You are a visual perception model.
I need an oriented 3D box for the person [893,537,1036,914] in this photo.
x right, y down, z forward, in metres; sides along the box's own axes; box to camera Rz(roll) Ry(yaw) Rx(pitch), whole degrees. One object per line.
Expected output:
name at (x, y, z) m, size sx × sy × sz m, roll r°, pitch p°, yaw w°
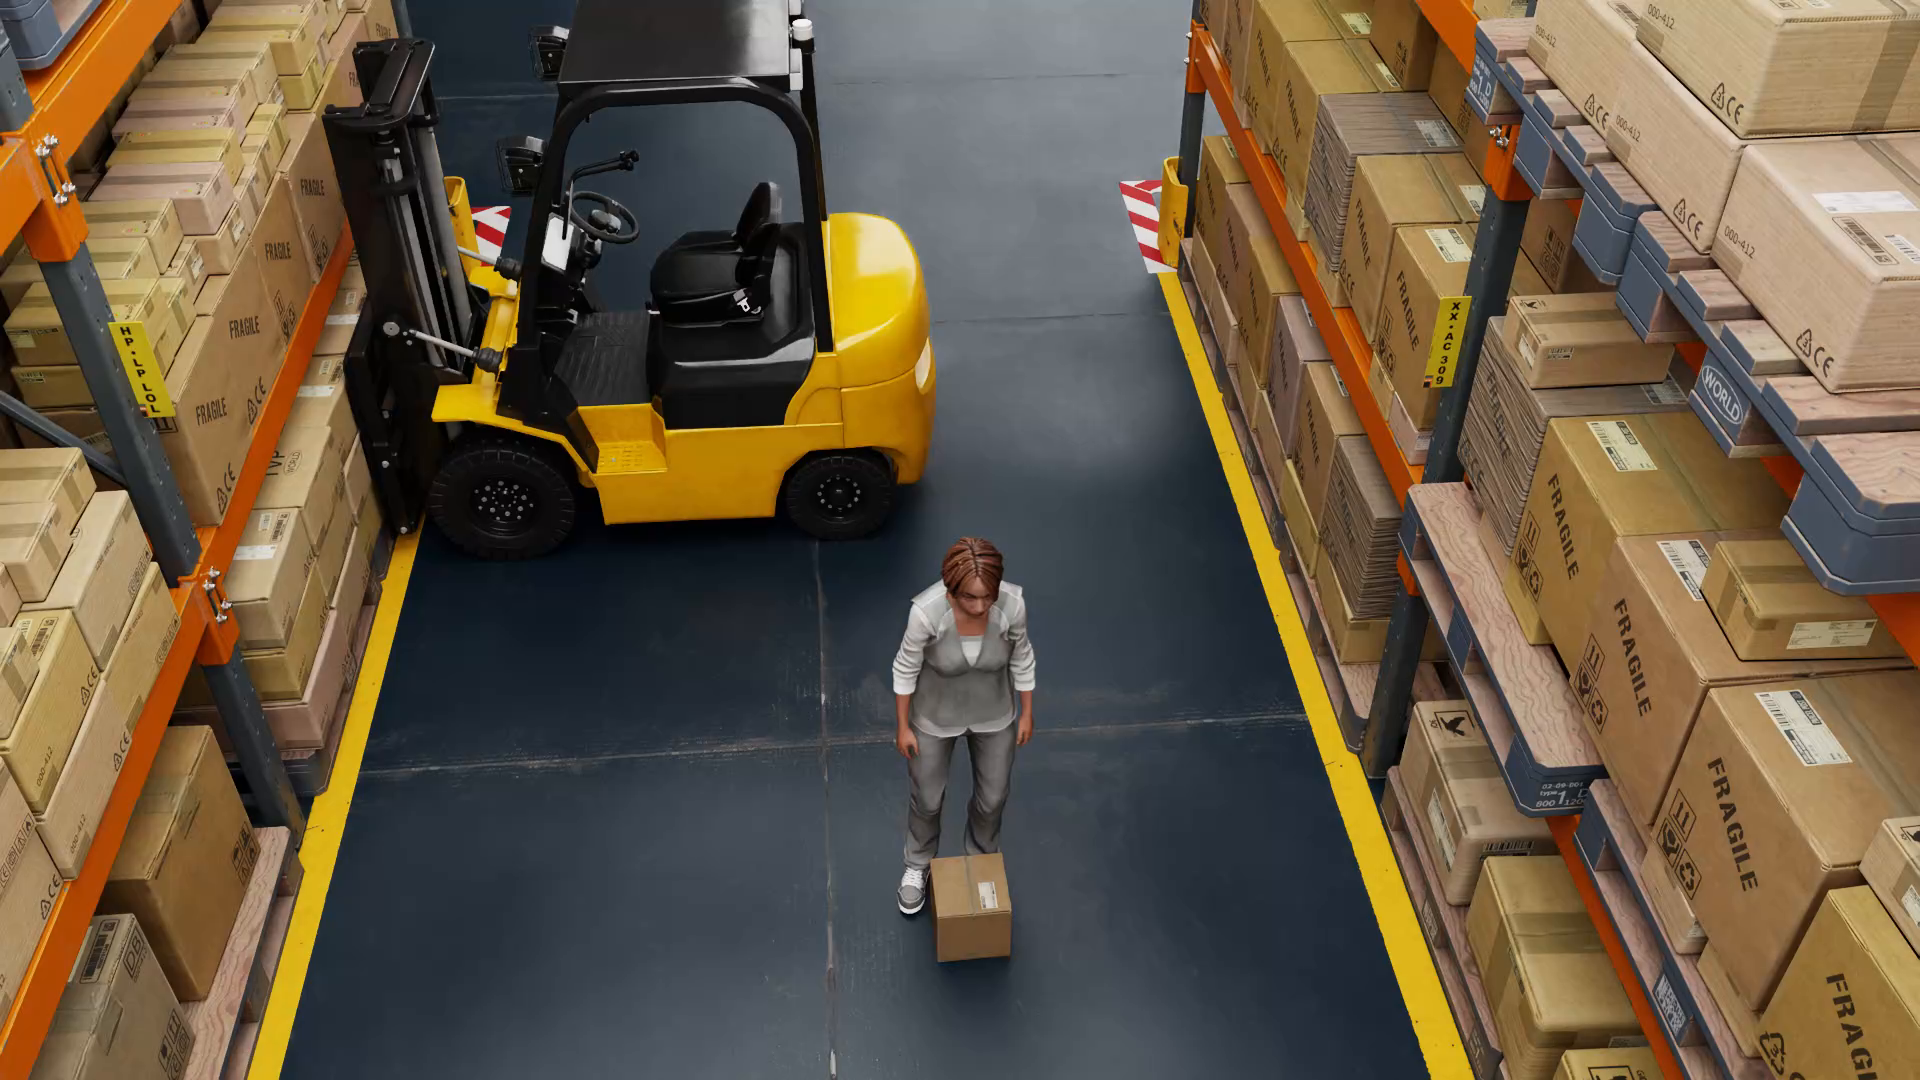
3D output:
person at (0.011, 0.602, 5.438) m, size 0.485 × 1.593 × 0.374 m, roll -5°, pitch 40°, yaw -6°
